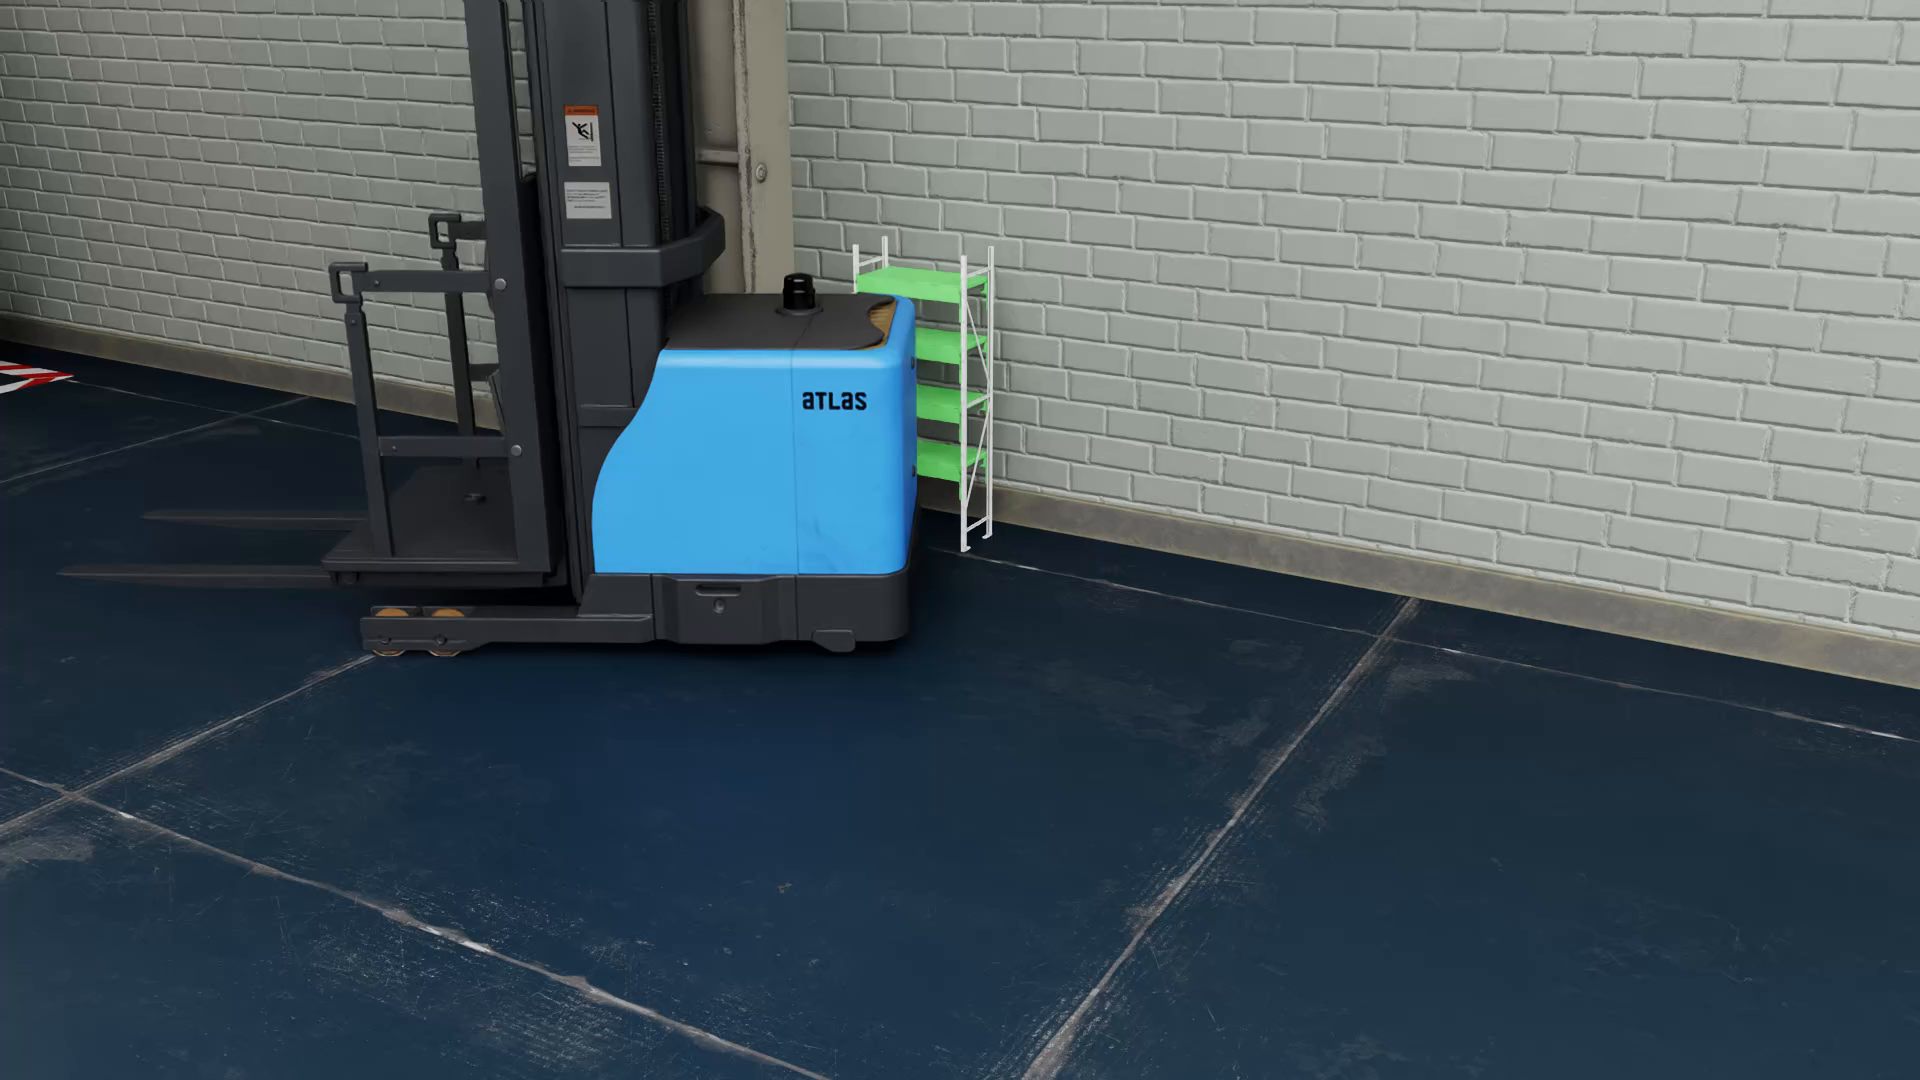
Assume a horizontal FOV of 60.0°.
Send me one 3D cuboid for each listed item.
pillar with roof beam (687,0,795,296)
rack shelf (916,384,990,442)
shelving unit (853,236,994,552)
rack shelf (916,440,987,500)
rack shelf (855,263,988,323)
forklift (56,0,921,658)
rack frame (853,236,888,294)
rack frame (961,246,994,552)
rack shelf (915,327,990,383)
[{"bbox_3d":[-3.065,-3.196,2.480,0.400,9.000,9.100,11,23,27],"label":"pillar with roof beam"},{"bbox_3d":[-0.145,-0.531,6.758,0.480,0.148,0.258,11,23,27],"label":"rack shelf"},{"bbox_3d":[-0.145,-0.592,6.736,0.503,1.200,0.258,11,23,27],"label":"shelving unit"},{"bbox_3d":[-0.145,-0.306,6.840,0.480,0.148,0.258,11,23,27],"label":"rack shelf"},{"bbox_3d":[-0.145,-0.983,6.594,0.480,0.148,0.258,11,23,27],"label":"rack shelf"},{"bbox_3d":[-1.680,-1.151,5.740,3.031,2.935,1.130,0,20,1],"label":"forklift"},{"bbox_3d":[-0.358,-0.632,6.848,0.015,1.200,0.240,11,23,27],"label":"rack frame"},{"bbox_3d":[0.068,-0.551,6.624,0.015,1.200,0.240,11,23,27],"label":"rack frame"},{"bbox_3d":[-0.145,-0.757,6.676,0.480,0.148,0.258,11,23,27],"label":"rack shelf"}]
